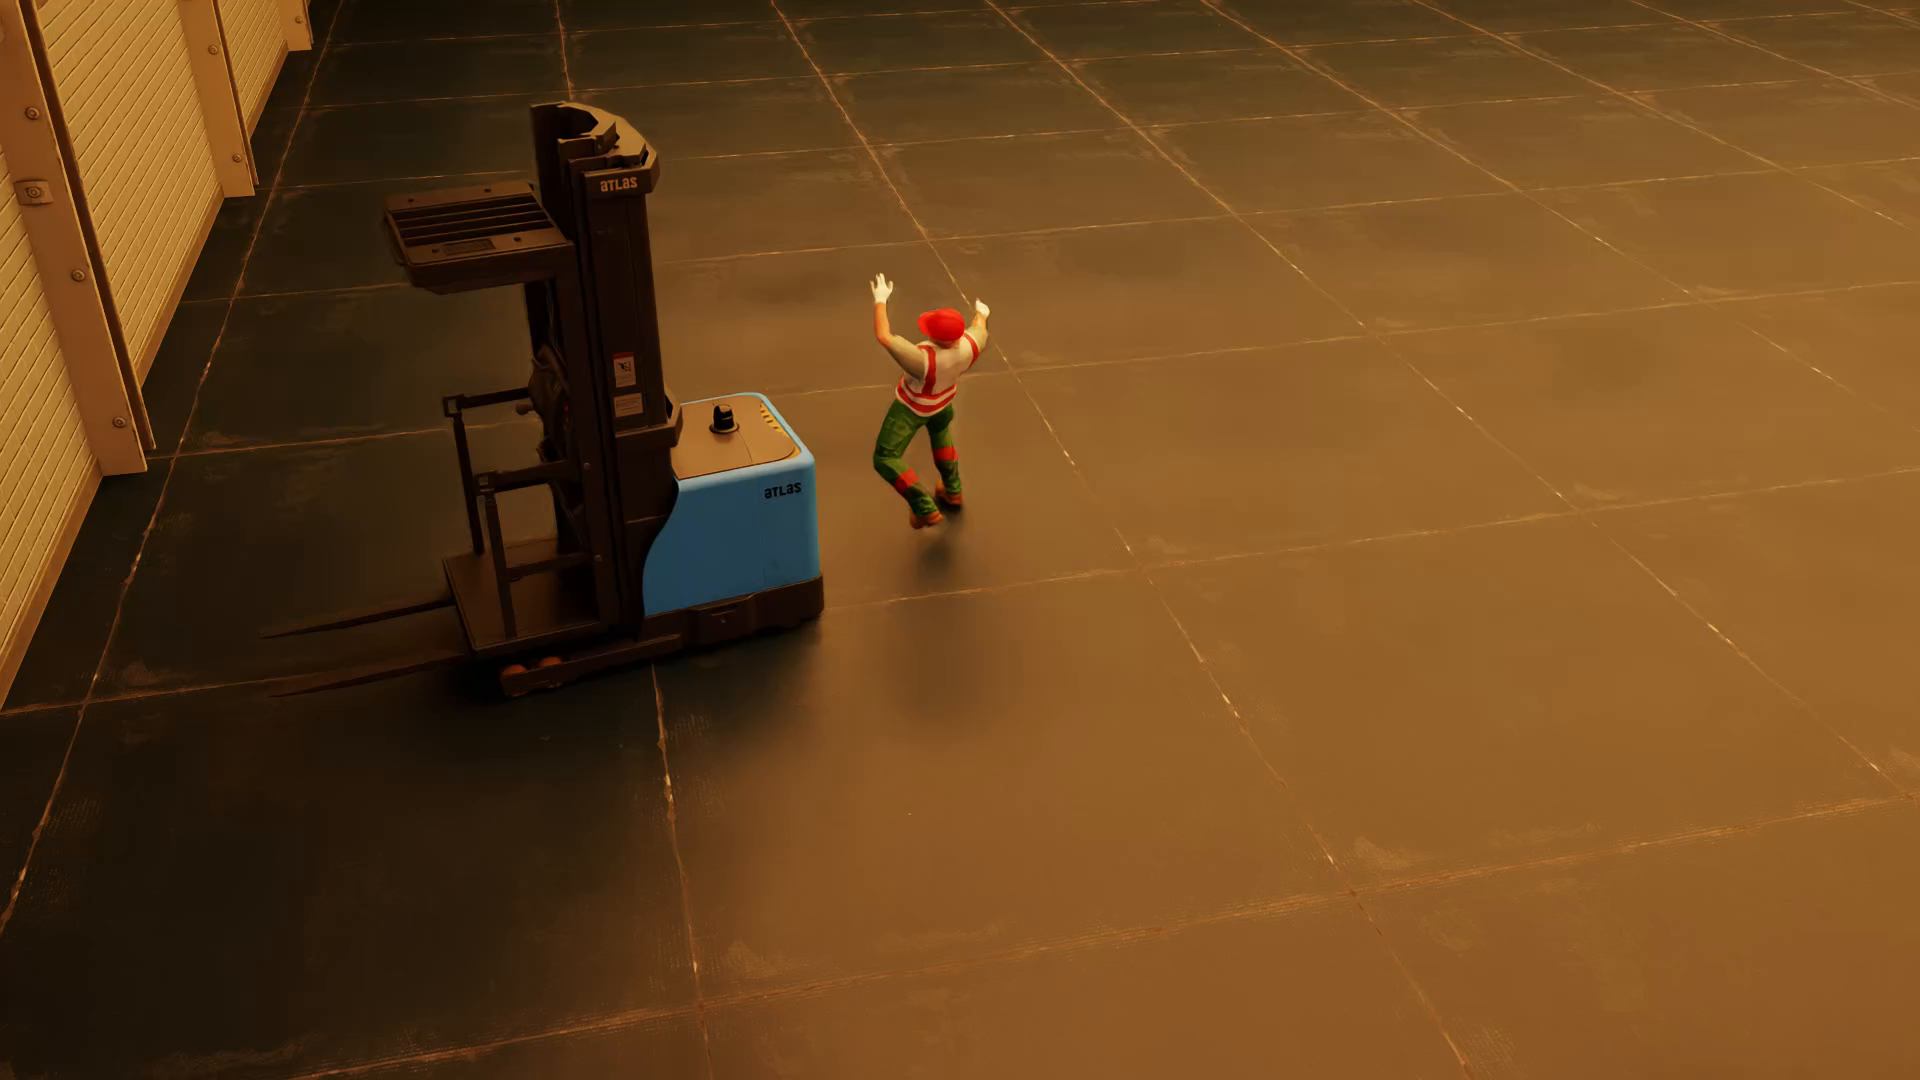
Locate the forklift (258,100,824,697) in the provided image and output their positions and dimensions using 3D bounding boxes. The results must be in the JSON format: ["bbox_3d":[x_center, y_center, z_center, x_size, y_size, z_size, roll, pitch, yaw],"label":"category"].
[{"bbox_3d":[-2.353,-0.720,8.819,3.031,2.935,1.130,-12,32,-20],"label":"forklift"}]

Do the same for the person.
[{"bbox_3d":[-0.094,-0.942,10.531,0.739,1.555,1.102,21,36,32],"label":"person"}]
